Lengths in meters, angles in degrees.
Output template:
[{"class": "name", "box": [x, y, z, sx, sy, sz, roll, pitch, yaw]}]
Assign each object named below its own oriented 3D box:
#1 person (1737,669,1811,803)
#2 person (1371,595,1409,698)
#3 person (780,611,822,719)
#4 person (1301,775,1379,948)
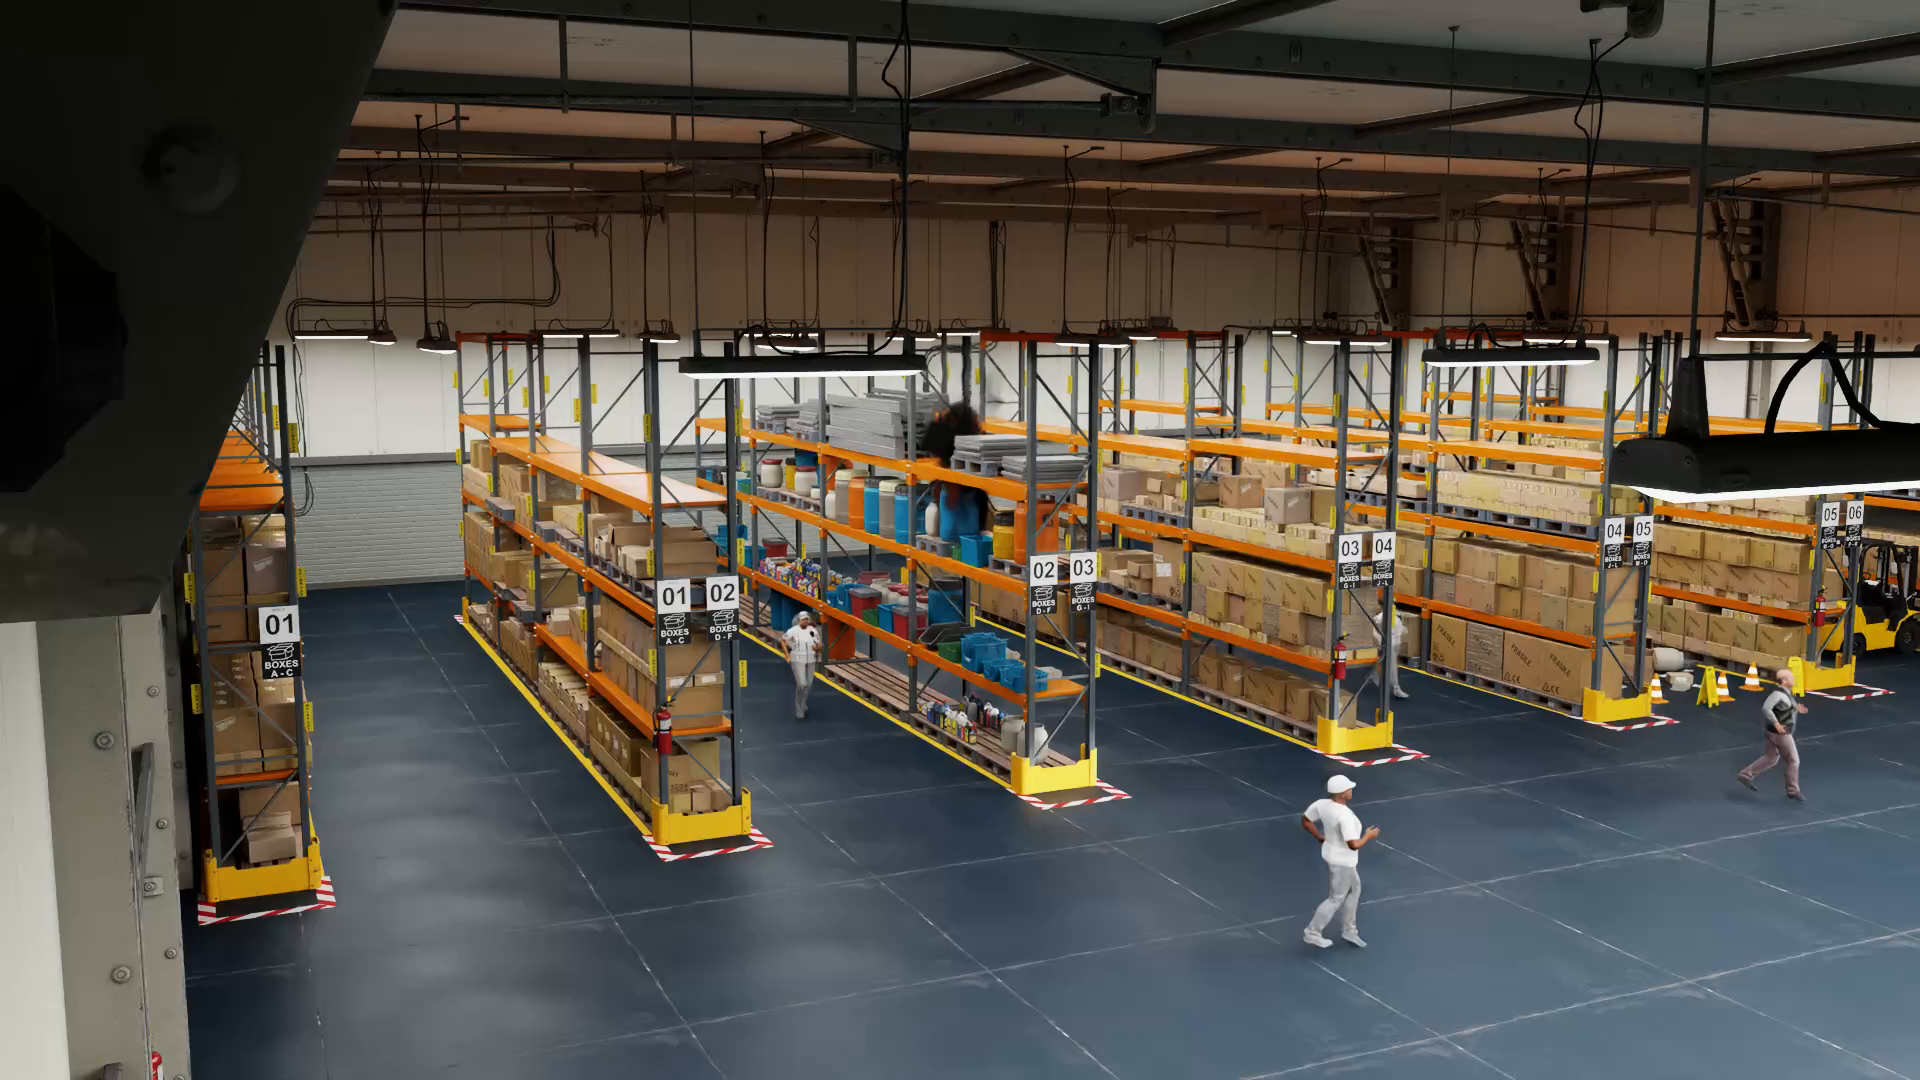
[{"class": "person", "box": [10.724, 2.544, 21.828, 0.894, 1.746, 0.643, 3, 8, 18]}, {"class": "person", "box": [7.182, 1.739, 27.800, 0.618, 1.672, 0.929, -5, 9, -33]}, {"class": "person", "box": [-2.483, 1.972, 26.370, 0.577, 1.712, 0.719, -4, 9, -29]}, {"class": "person", "box": [3.776, 3.229, 16.564, 0.737, 1.823, 0.677, -1, 8, -8]}]
